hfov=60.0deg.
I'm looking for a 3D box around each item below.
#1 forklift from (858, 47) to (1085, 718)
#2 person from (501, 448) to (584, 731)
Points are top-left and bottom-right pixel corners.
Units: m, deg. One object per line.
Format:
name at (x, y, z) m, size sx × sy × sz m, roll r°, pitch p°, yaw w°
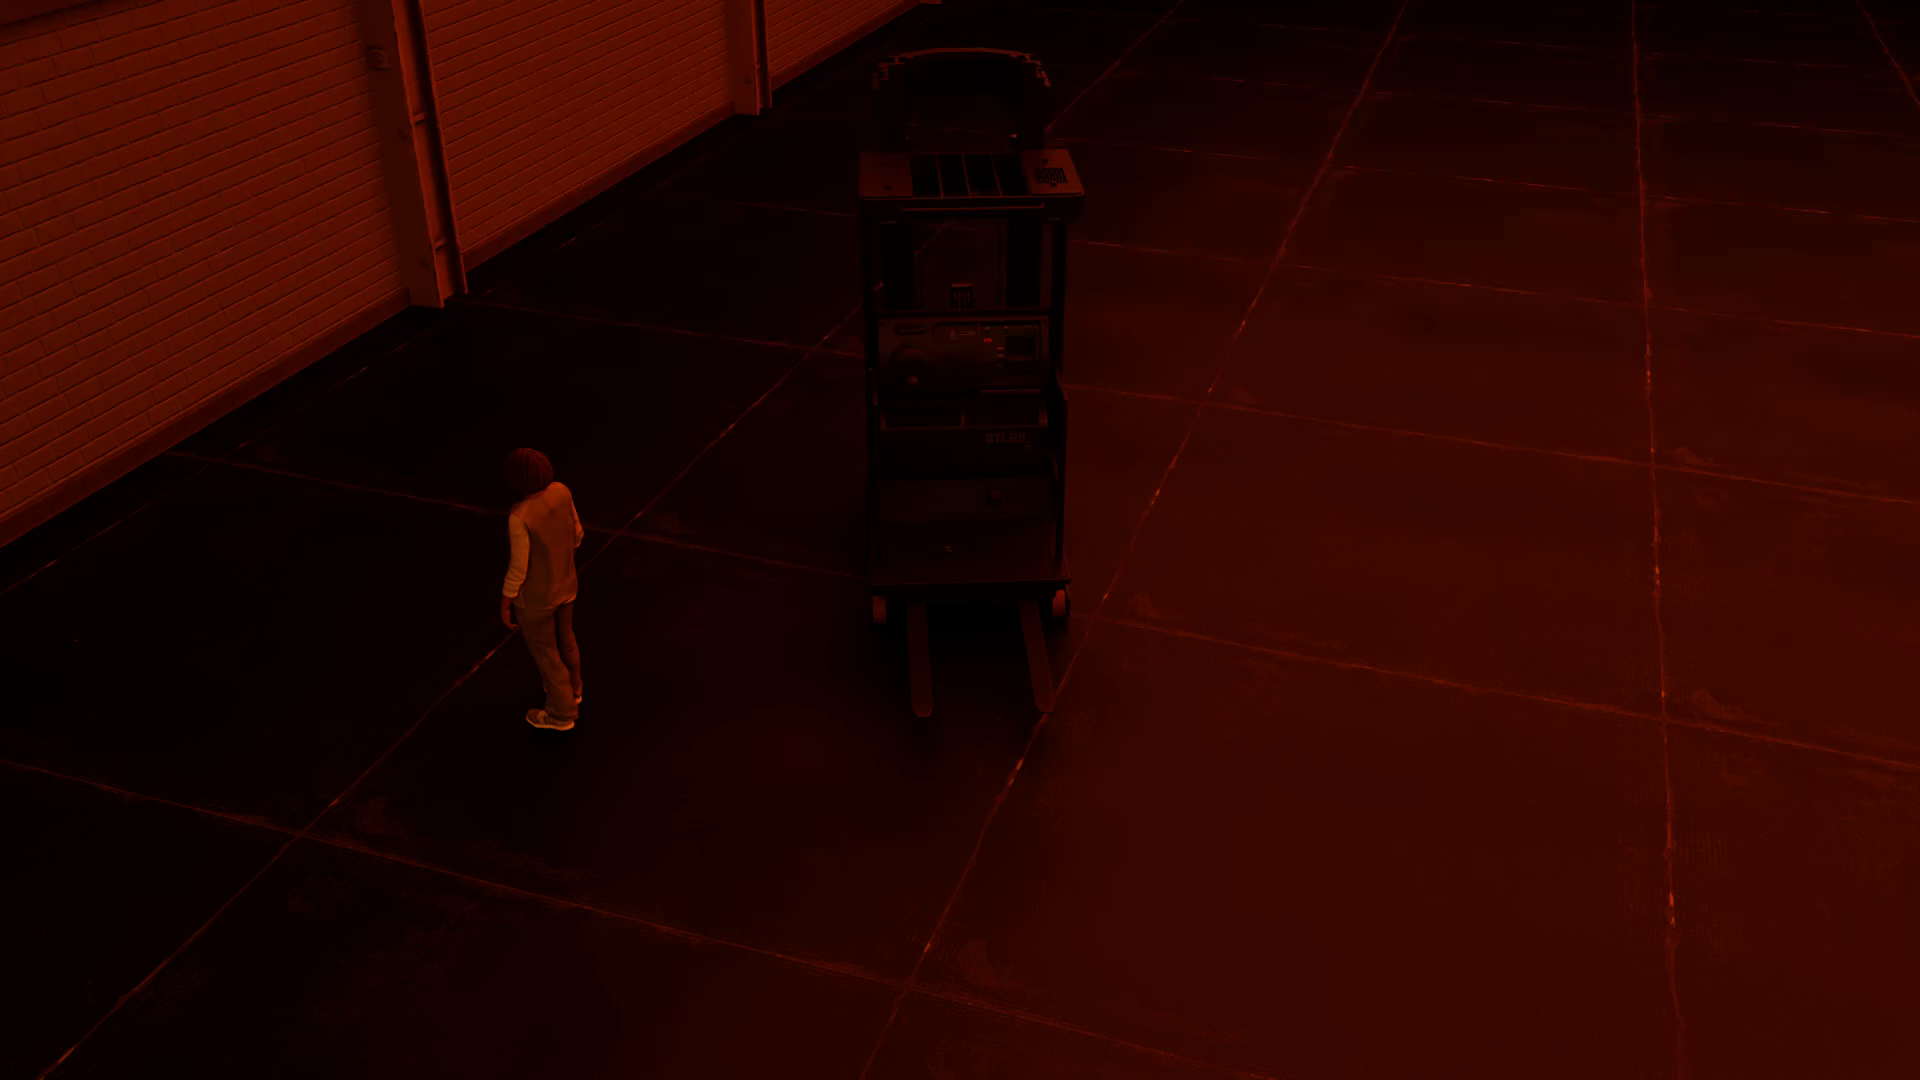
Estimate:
forklift at (0.035, -0.972, 8.842) m, size 1.130 × 2.935 × 3.031 m, roll -2°, pitch 30°, yaw -3°
person at (-2.068, 0.233, 8.062) m, size 0.476 × 1.597 × 0.518 m, roll 16°, pitch 33°, yaw 25°
